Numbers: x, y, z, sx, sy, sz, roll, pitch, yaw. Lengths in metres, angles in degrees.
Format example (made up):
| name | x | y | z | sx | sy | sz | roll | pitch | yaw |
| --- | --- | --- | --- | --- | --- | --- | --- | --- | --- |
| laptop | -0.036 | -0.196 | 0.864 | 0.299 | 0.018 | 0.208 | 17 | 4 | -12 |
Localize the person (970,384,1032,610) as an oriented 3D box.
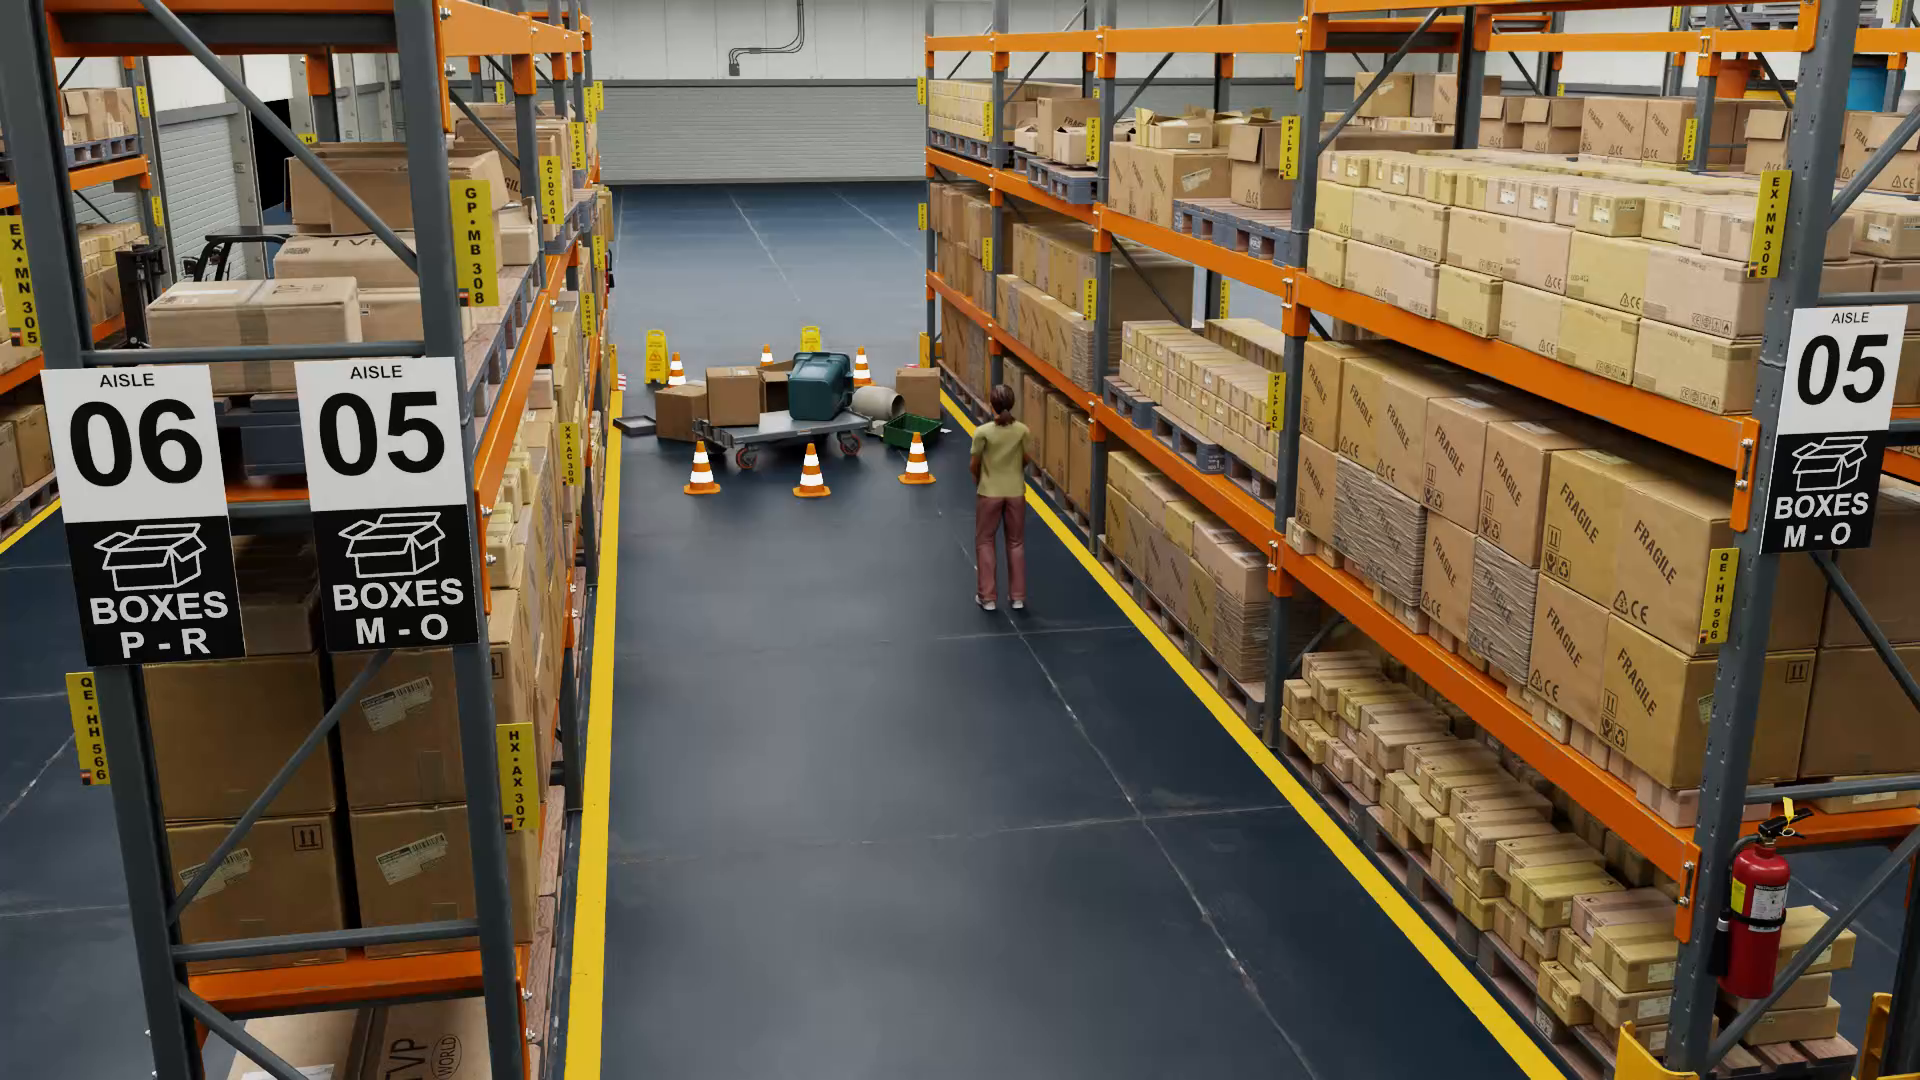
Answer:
| name | x | y | z | sx | sy | sz | roll | pitch | yaw |
| --- | --- | --- | --- | --- | --- | --- | --- | --- | --- |
| person | 0.284 | -0.331 | 12.160 | 0.452 | 1.672 | 0.523 | -3 | 17 | -11 |
